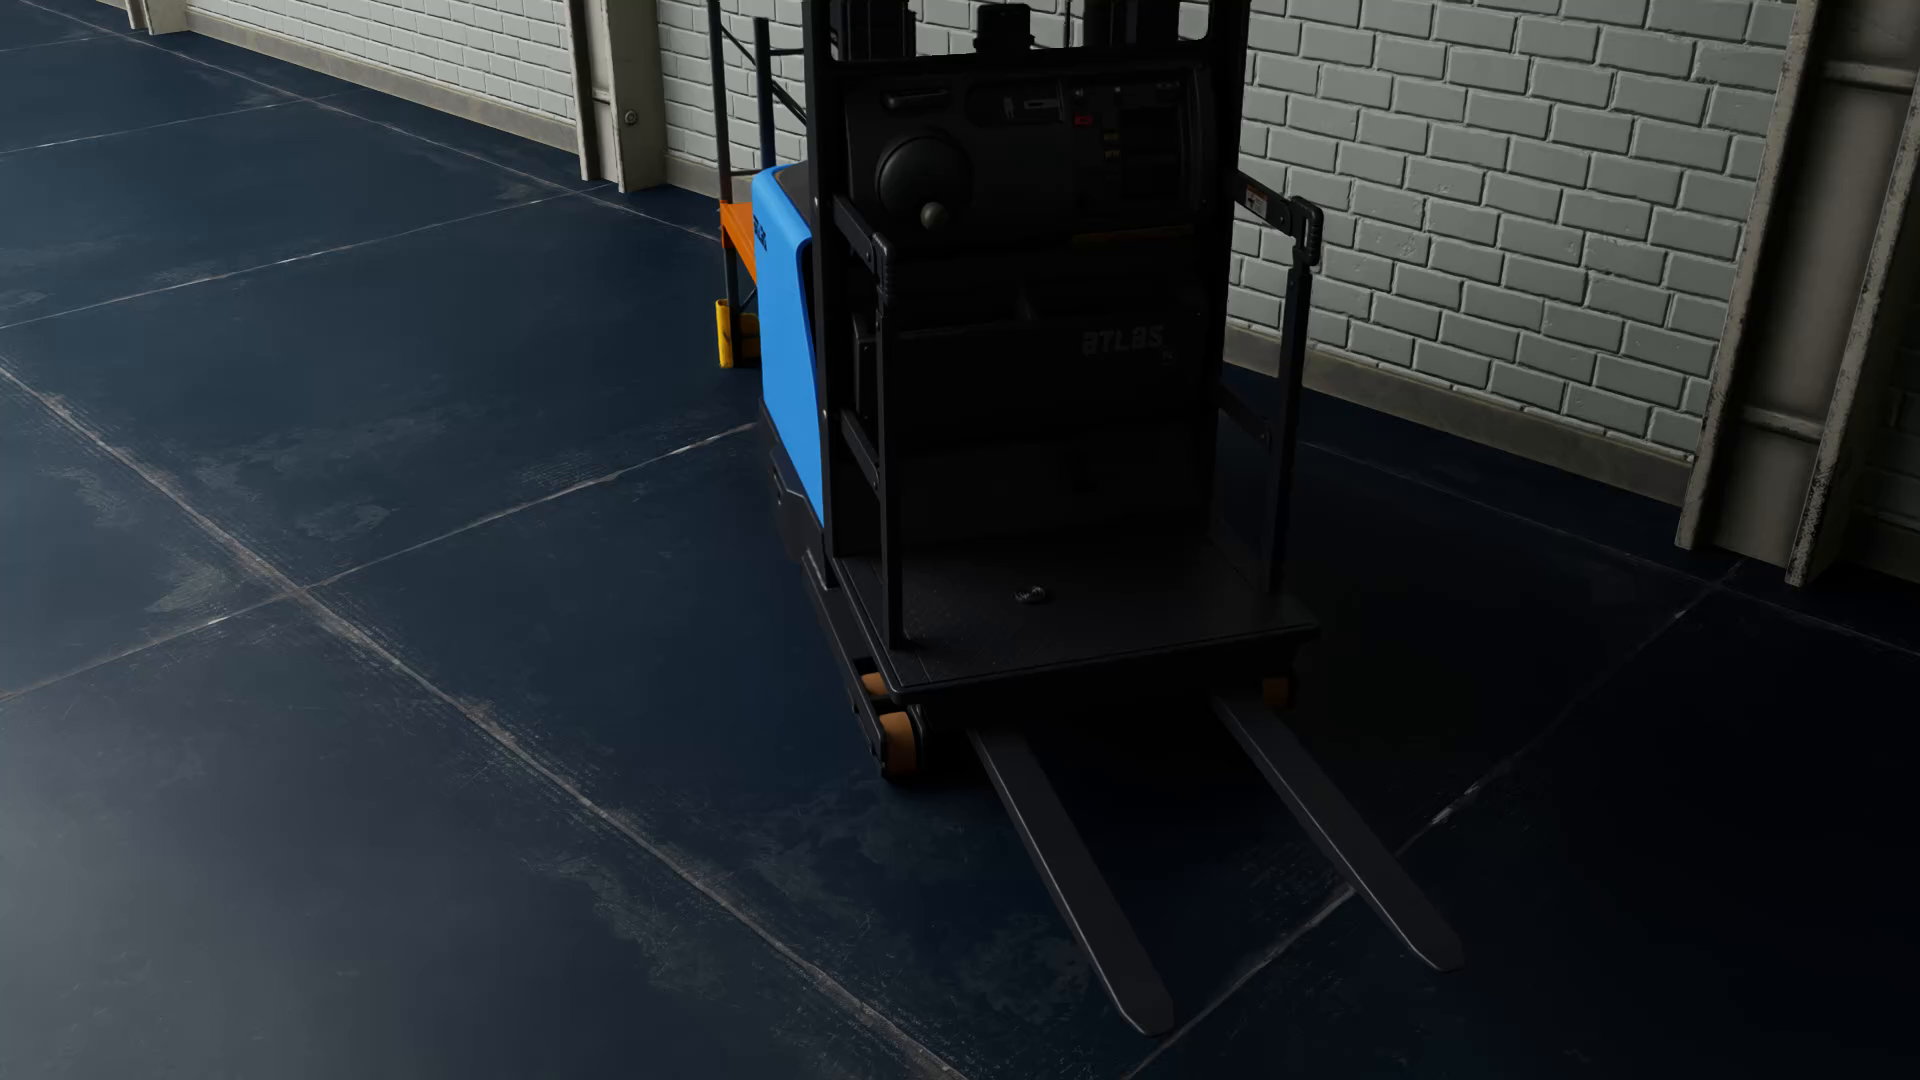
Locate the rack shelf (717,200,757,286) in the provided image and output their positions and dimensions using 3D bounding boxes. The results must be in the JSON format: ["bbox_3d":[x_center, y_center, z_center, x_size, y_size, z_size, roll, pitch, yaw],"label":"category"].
[{"bbox_3d":[-0.523,-1.011,5.947,0.538,0.185,1.000,-8,29,-14],"label":"rack shelf"}]

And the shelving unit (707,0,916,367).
[{"bbox_3d":[-0.526,-1.174,5.871,0.587,1.500,1.083,-8,29,-14],"label":"shelving unit"}]

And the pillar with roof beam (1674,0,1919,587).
[{"bbox_3d":[-0.528,-2.526,0.385,0.400,9.000,9.100,25,36,38],"label":"pillar with roof beam"}]

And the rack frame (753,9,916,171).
[{"bbox_3d":[-0.383,-0.943,5.431,0.500,1.500,0.032,-8,29,-14],"label":"rack frame"}]

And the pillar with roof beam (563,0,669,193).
[{"bbox_3d":[-4.806,-4.484,4.108,0.400,9.000,9.100,25,36,38],"label":"pillar with roof beam"}]

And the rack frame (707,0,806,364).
[{"bbox_3d":[-0.663,-1.397,6.296,0.500,1.500,0.032,-8,29,-14],"label":"rack frame"}]

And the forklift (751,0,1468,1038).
[{"bbox_3d":[0.240,-0.911,3.833,1.130,2.935,3.031,-8,29,-14],"label":"forklift"}]

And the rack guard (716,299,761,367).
[{"bbox_3d":[-0.663,-0.844,6.586,0.587,0.250,0.087,-8,29,-14],"label":"rack guard"}]

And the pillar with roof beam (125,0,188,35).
[{"bbox_3d":[-9.085,-6.441,7.831,0.400,9.000,9.100,25,36,38],"label":"pillar with roof beam"}]
